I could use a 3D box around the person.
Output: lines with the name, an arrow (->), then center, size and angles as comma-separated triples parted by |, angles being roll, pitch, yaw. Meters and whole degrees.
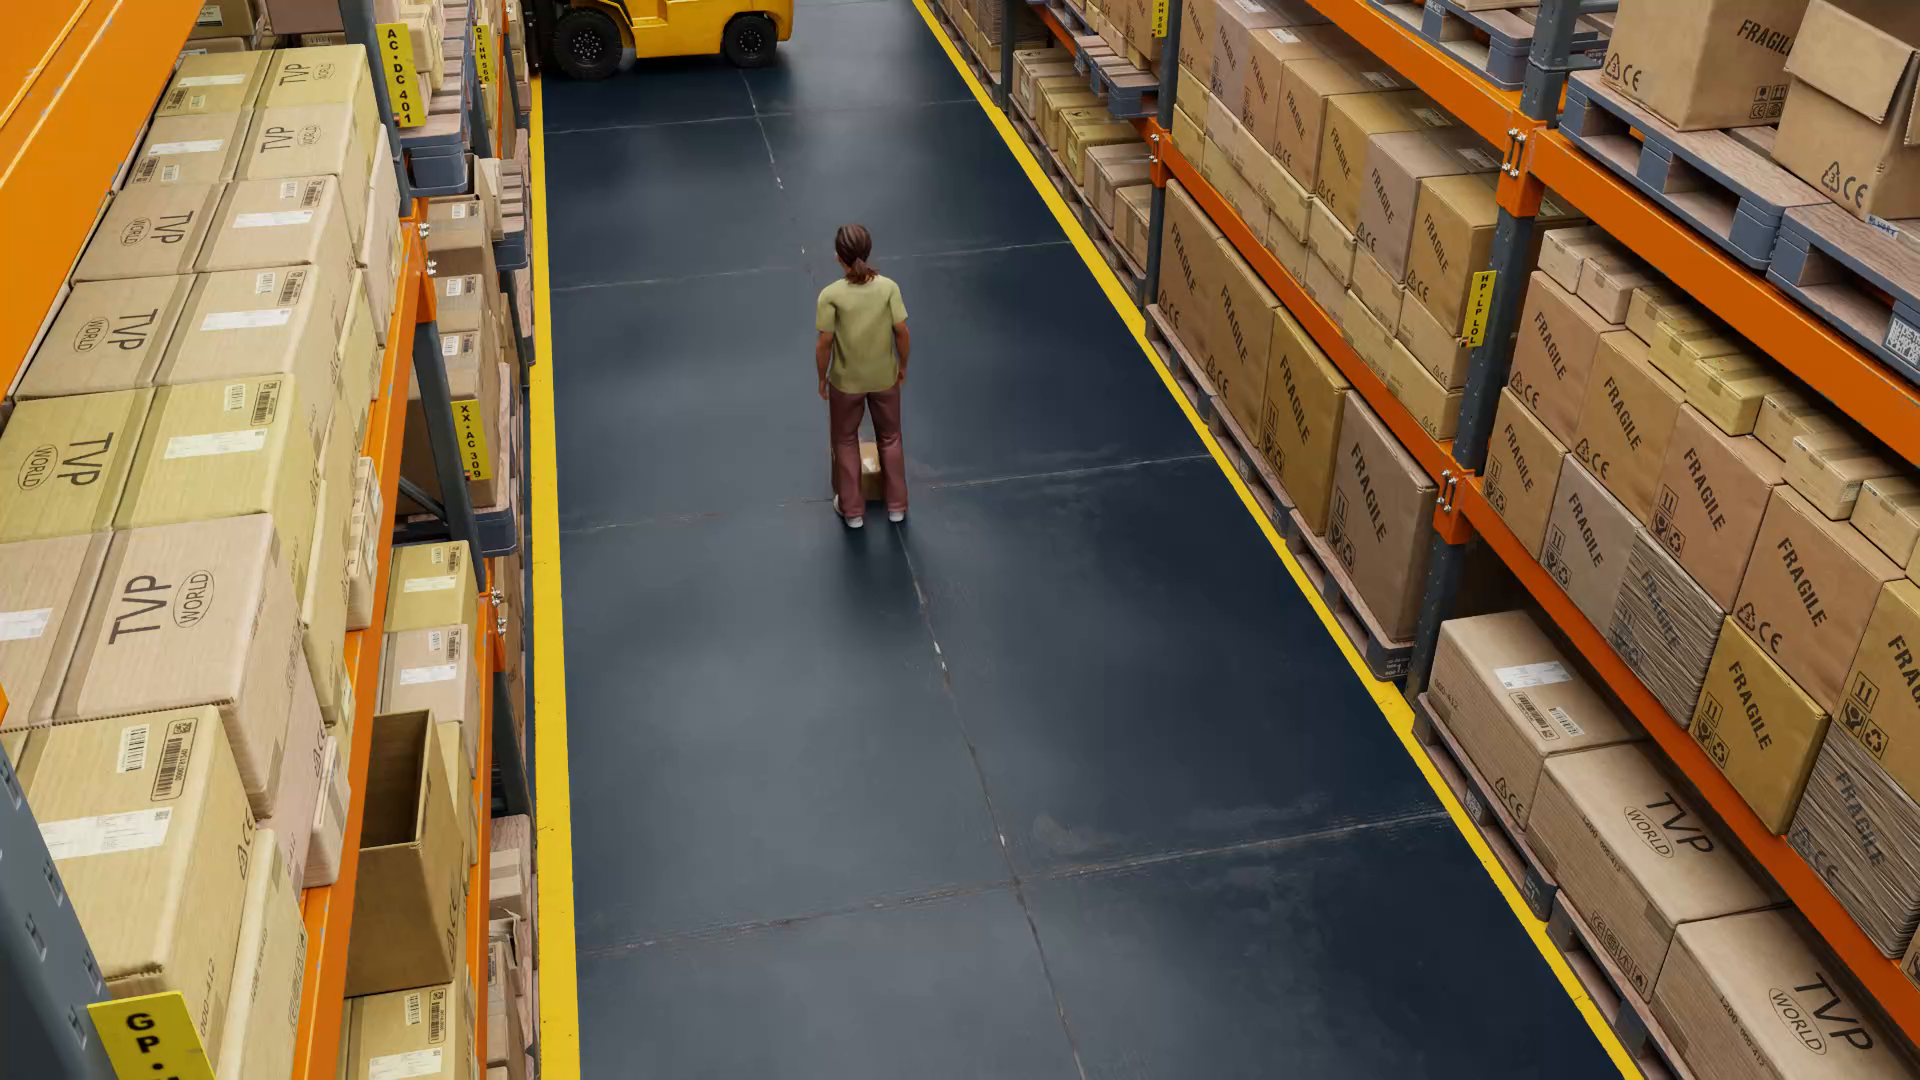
person -> -0.502, -0.828, 8.561 | 0.493, 1.673, 0.359 | -8, 35, -12
